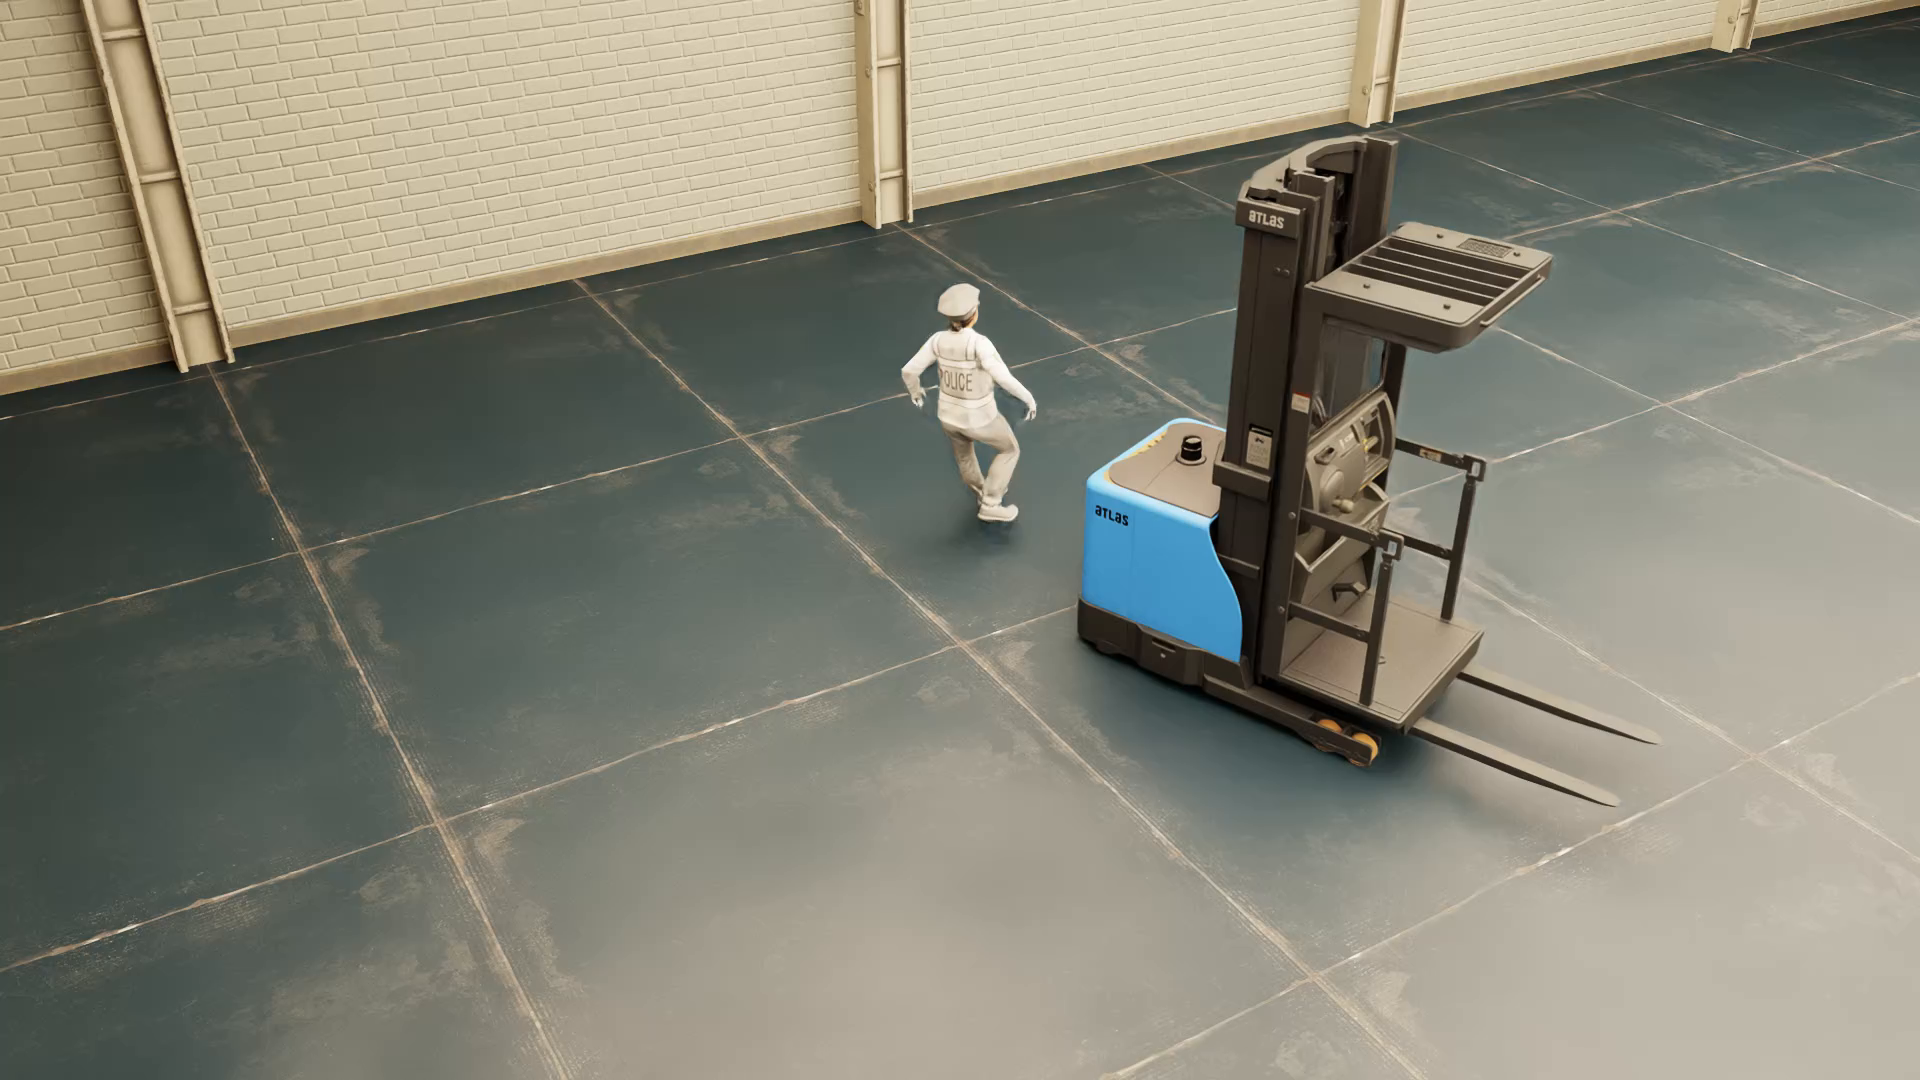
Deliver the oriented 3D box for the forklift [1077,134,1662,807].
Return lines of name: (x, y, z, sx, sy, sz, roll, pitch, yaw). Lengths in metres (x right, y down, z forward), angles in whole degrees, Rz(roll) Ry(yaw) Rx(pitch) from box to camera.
forklift: (2.145, -0.404, 8.322, 3.031, 2.935, 1.130, 22, 37, 32)

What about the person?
person: (0.145, -0.854, 10.273, 0.834, 1.620, 0.761, 19, 36, 29)
